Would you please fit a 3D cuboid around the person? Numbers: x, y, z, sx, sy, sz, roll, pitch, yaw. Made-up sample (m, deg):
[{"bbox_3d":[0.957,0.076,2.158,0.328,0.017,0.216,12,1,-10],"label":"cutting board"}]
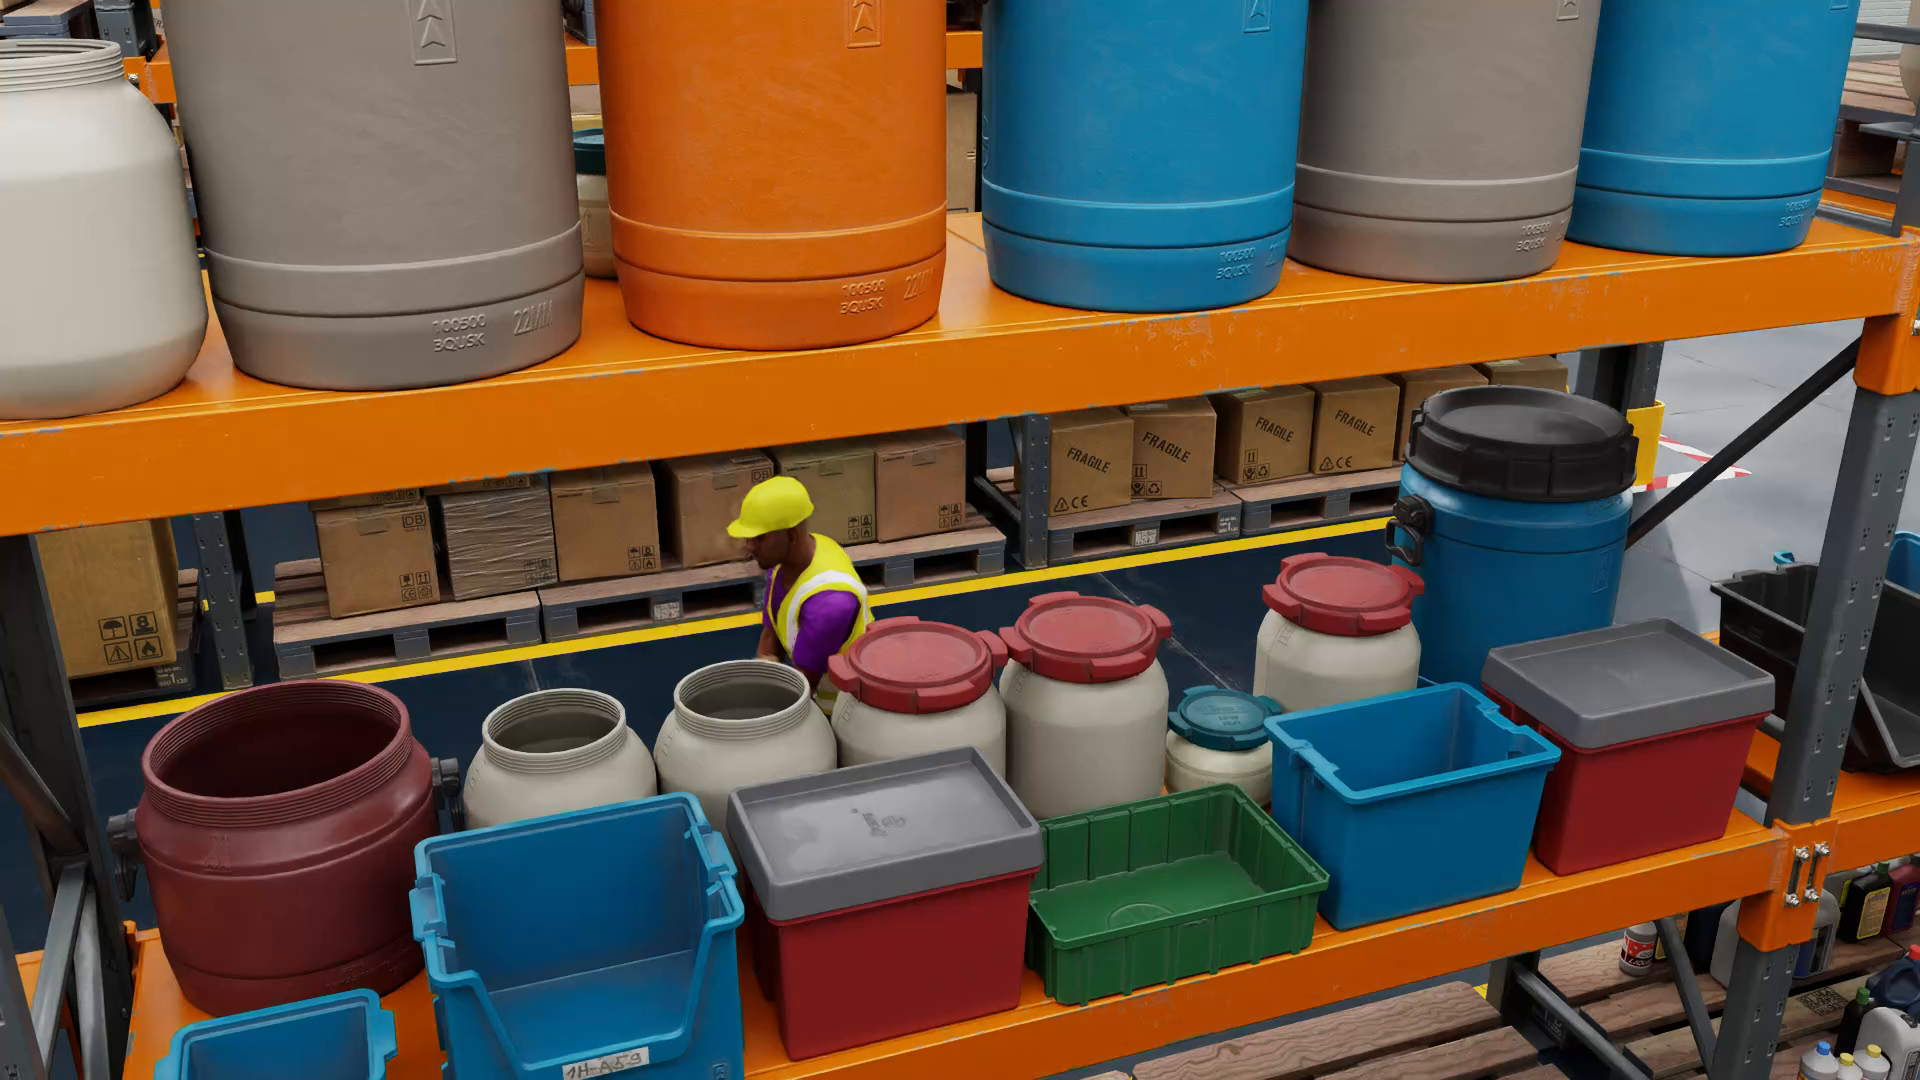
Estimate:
[{"bbox_3d":[-0.498,0.581,5.712,0.611,1.718,0.498,-9,24,-20],"label":"person"}]
